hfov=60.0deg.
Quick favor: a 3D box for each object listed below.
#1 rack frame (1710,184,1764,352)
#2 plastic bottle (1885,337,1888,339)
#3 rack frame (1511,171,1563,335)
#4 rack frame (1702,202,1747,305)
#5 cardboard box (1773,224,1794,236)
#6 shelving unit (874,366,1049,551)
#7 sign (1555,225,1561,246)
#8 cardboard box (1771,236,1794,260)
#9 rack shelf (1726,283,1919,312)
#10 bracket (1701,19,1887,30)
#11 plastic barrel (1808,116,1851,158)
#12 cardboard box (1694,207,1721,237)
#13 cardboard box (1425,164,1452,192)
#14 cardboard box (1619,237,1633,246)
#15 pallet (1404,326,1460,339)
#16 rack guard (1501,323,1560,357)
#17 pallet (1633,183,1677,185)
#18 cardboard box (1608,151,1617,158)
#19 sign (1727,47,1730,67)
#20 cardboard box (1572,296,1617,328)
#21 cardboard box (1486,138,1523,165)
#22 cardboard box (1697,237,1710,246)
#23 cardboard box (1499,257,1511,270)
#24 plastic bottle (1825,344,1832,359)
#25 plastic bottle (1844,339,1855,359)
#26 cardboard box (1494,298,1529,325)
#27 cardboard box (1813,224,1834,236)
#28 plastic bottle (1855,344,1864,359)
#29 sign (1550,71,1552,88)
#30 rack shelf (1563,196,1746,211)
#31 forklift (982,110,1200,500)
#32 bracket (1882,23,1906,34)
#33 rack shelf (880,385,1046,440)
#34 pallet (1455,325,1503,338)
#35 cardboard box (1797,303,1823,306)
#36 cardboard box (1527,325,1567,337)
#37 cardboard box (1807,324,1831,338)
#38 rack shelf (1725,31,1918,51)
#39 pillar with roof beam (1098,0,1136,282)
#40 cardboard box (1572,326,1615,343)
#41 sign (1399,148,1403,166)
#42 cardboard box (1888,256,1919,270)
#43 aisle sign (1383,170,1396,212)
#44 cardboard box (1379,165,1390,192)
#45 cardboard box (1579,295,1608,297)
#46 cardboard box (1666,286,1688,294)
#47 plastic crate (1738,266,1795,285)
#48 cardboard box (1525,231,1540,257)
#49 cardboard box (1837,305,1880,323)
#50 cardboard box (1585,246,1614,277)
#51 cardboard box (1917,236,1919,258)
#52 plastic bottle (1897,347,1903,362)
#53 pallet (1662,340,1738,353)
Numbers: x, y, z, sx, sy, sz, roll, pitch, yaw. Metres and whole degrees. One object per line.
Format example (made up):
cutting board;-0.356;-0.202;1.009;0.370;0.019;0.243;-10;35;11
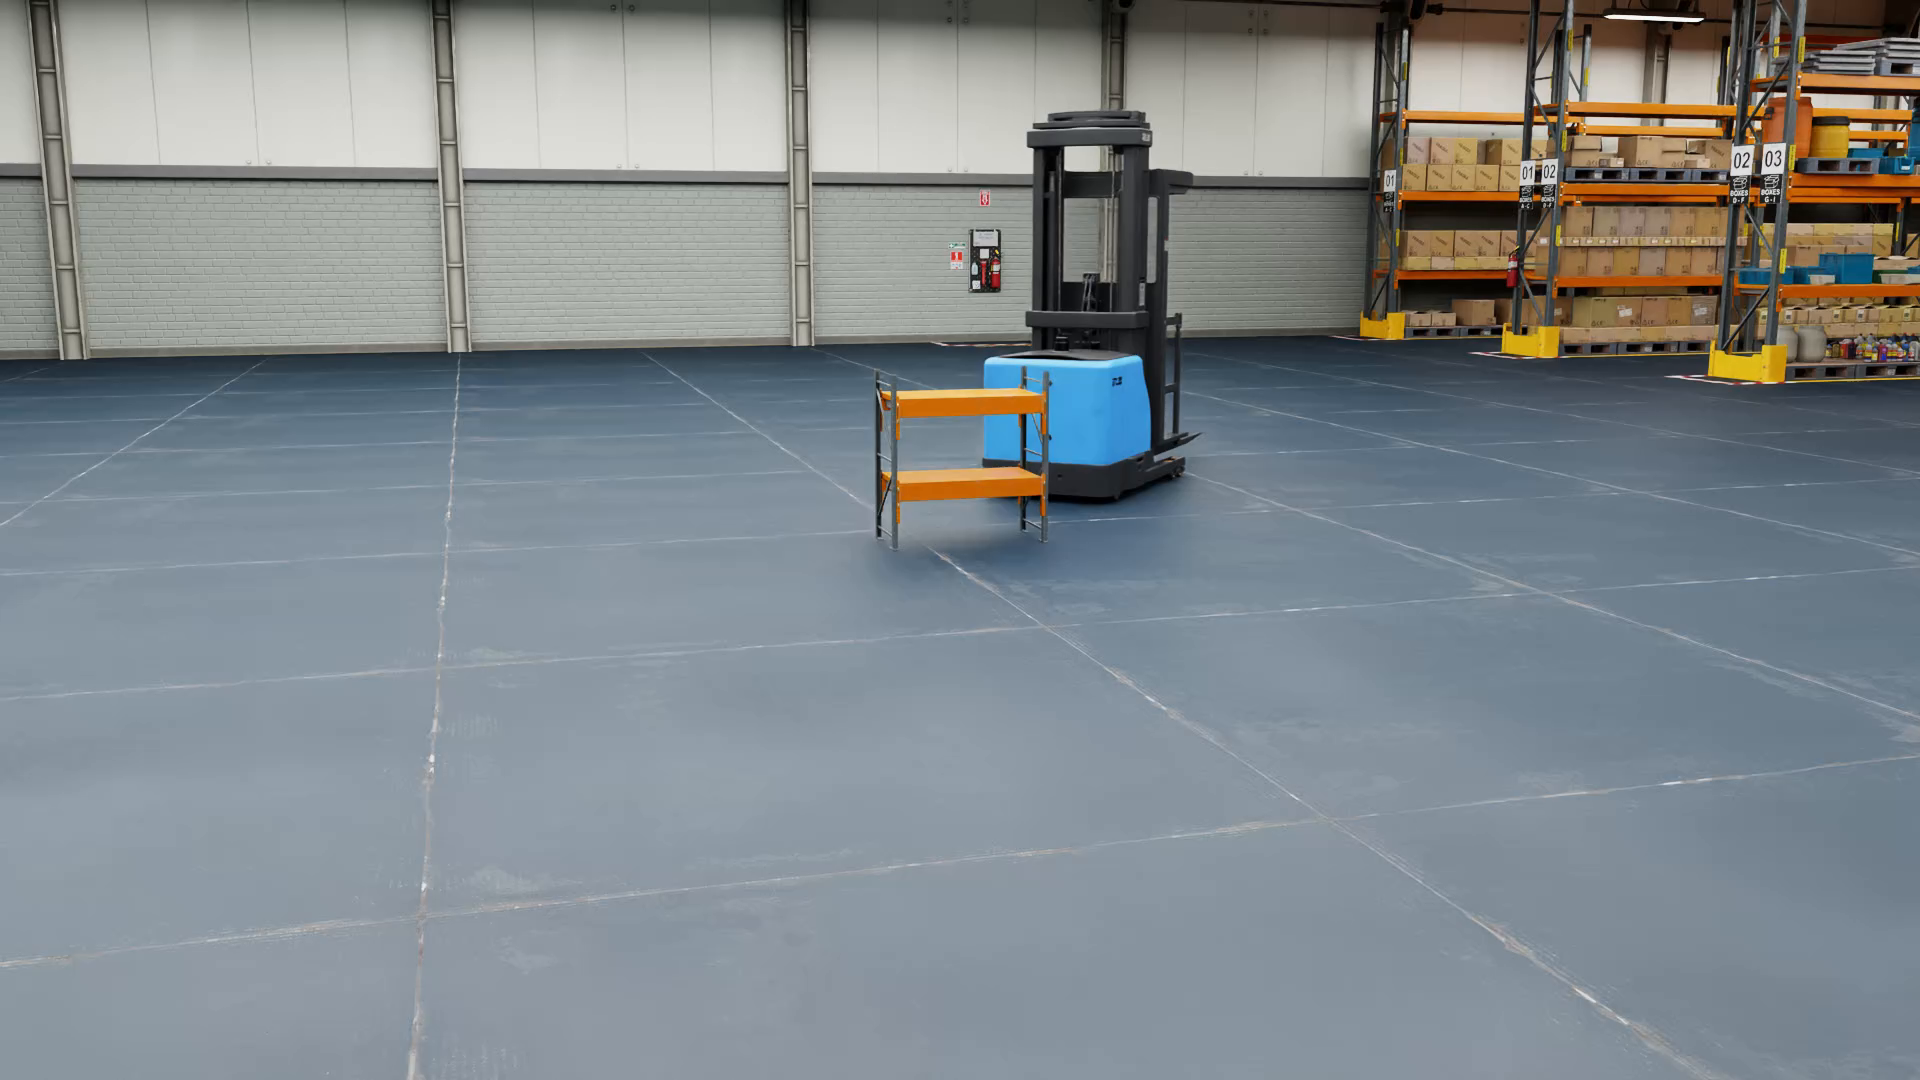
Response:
rack frame;13.441;-4.797;28.817;0.127;3.000;1.000;-3;11;-16
plastic bottle;13.580;-2.836;24.456;0.133;0.283;0.061;-3;11;-13
rack frame;9.601;-4.594;27.717;0.127;3.000;1.000;-3;11;-16
rack frame;15.894;-5.860;34.593;0.127;3.000;1.000;-3;11;-16
cardboard box;16.918;-6.440;34.517;0.500;0.250;0.500;-3;11;-17
shelving unit;0.006;-0.554;10.947;1.048;1.125;0.538;-3;11;-16
sign;9.750;-4.962;27.106;0.005;0.325;0.100;-3;11;-16
cardboard box;16.937;-6.070;34.582;0.500;0.500;0.500;-3;11;-14
rack shelf;12.902;-3.480;23.654;4.000;0.370;1.077;-3;11;-16
bracket;17.375;-10.755;34.670;4.783;0.066;0.076;-3;11;-16
plastic barrel;12.041;-5.587;23.145;0.600;0.588;0.600;0;10;0
cardboard box;12.532;-5.434;28.422;0.500;0.500;0.700;-3;11;-16
cardboard box;9.129;-6.984;32.081;0.500;0.500;0.500;-2;11;-12
cardboard box;11.028;-4.997;27.839;0.250;0.149;0.380;-3;11;-18
pallet;9.075;-4.123;32.857;1.213;0.211;1.003;-3;11;-16
rack guard;9.578;-3.364;27.937;0.348;0.500;1.175;-3;11;-16
pallet;13.671;-7.106;33.596;1.003;0.211;1.213;-3;11;-16
cardboard box;11.167;-6.433;28.121;0.500;0.311;0.500;-2;11;-9
sign;13.278;-8.339;28.691;0.005;0.325;0.100;-3;11;-16
cardboard box;10.657;-3.831;27.937;0.500;0.500;0.500;-3;11;-16
cardboard box;10.626;-7.553;32.413;0.500;0.500;0.500;-3;11;-18
cardboard box;12.500;-5.074;28.258;0.250;0.149;0.380;-3;11;-16
cardboard box;10.724;-5.465;32.807;0.500;0.250;0.500;-3;11;-16
plastic bottle;12.622;-2.742;24.171;0.097;0.201;0.097;0;10;0
plastic bottle;12.902;-2.772;24.107;0.133;0.283;0.061;-3;11;-16
cardboard box;11.068;-4.585;33.357;0.500;0.500;0.500;-4;11;-20
cardboard box;17.885;-6.492;34.804;0.500;0.250;0.500;-3;11;-17
plastic bottle;13.058;-2.736;24.140;0.097;0.201;0.097;0;10;0
sign;11.892;-9.241;33.374;0.005;0.325;0.100;-3;11;-16
rack shelf;13.973;-6.880;33.837;4.000;0.370;1.077;-3;11;-16
forklift;1.242;-1.970;13.652;1.130;2.935;3.031;5;11;24
bracket;19.865;-10.886;35.383;0.430;0.232;0.235;-3;11;-16
rack shelf;0.006;-0.841;10.894;1.000;0.278;0.538;-3;11;-16
pallet;10.245;-4.184;33.189;1.213;0.211;1.003;-3;11;-16
cardboard box;15.211;-4.074;29.777;0.500;0.311;0.500;-3;11;-17
cardboard box;10.033;-3.527;28.354;0.500;0.250;0.500;-3;11;-16
cardboard box;14.886;-3.681;29.189;0.500;0.250;0.500;-3;11;-18
rack shelf;17.814;-10.192;34.364;4.000;0.370;1.077;-3;11;-16
pillar with roof beam;4.085;-7.539;27.145;0.548;9.000;9.100;-3;11;-16
cardboard box;10.657;-3.463;28.006;0.500;0.250;0.500;-3;11;-16
sign;8.364;-7.266;31.531;0.005;0.325;0.100;-3;11;-16
cardboard box;16.920;-4.944;29.866;0.500;0.311;0.500;-2;11;-12
aisle sign;8.227;-6.678;31.855;0.004;0.787;0.394;-3;11;-16
cardboard box;8.542;-7.054;32.465;0.500;0.500;0.500;-2;11;-12
cardboard box;10.989;-3.949;28.577;0.500;0.500;0.500;-3;11;-16
cardboard box;14.652;-5.152;34.367;0.500;0.250;0.500;-3;11;-15
plastic crate;11.379;-3.737;23.472;0.616;0.251;0.499;-3;11;-16
cardboard box;11.208;-5.859;32.873;0.500;0.500;0.500;-3;11;-16
cardboard box;15.865;-4.007;29.415;0.500;0.311;0.500;-3;11;-16
cardboard box;10.555;-4.692;27.973;0.500;0.500;0.700;-3;11;-14
cardboard box;17.855;-5.306;30.149;0.500;0.500;0.700;-7;13;-35
plastic bottle;13.330;-2.638;23.605;0.097;0.201;0.097;0;10;0
pallet;12.666;-3.392;28.890;1.213;0.211;1.003;-3;11;-16
